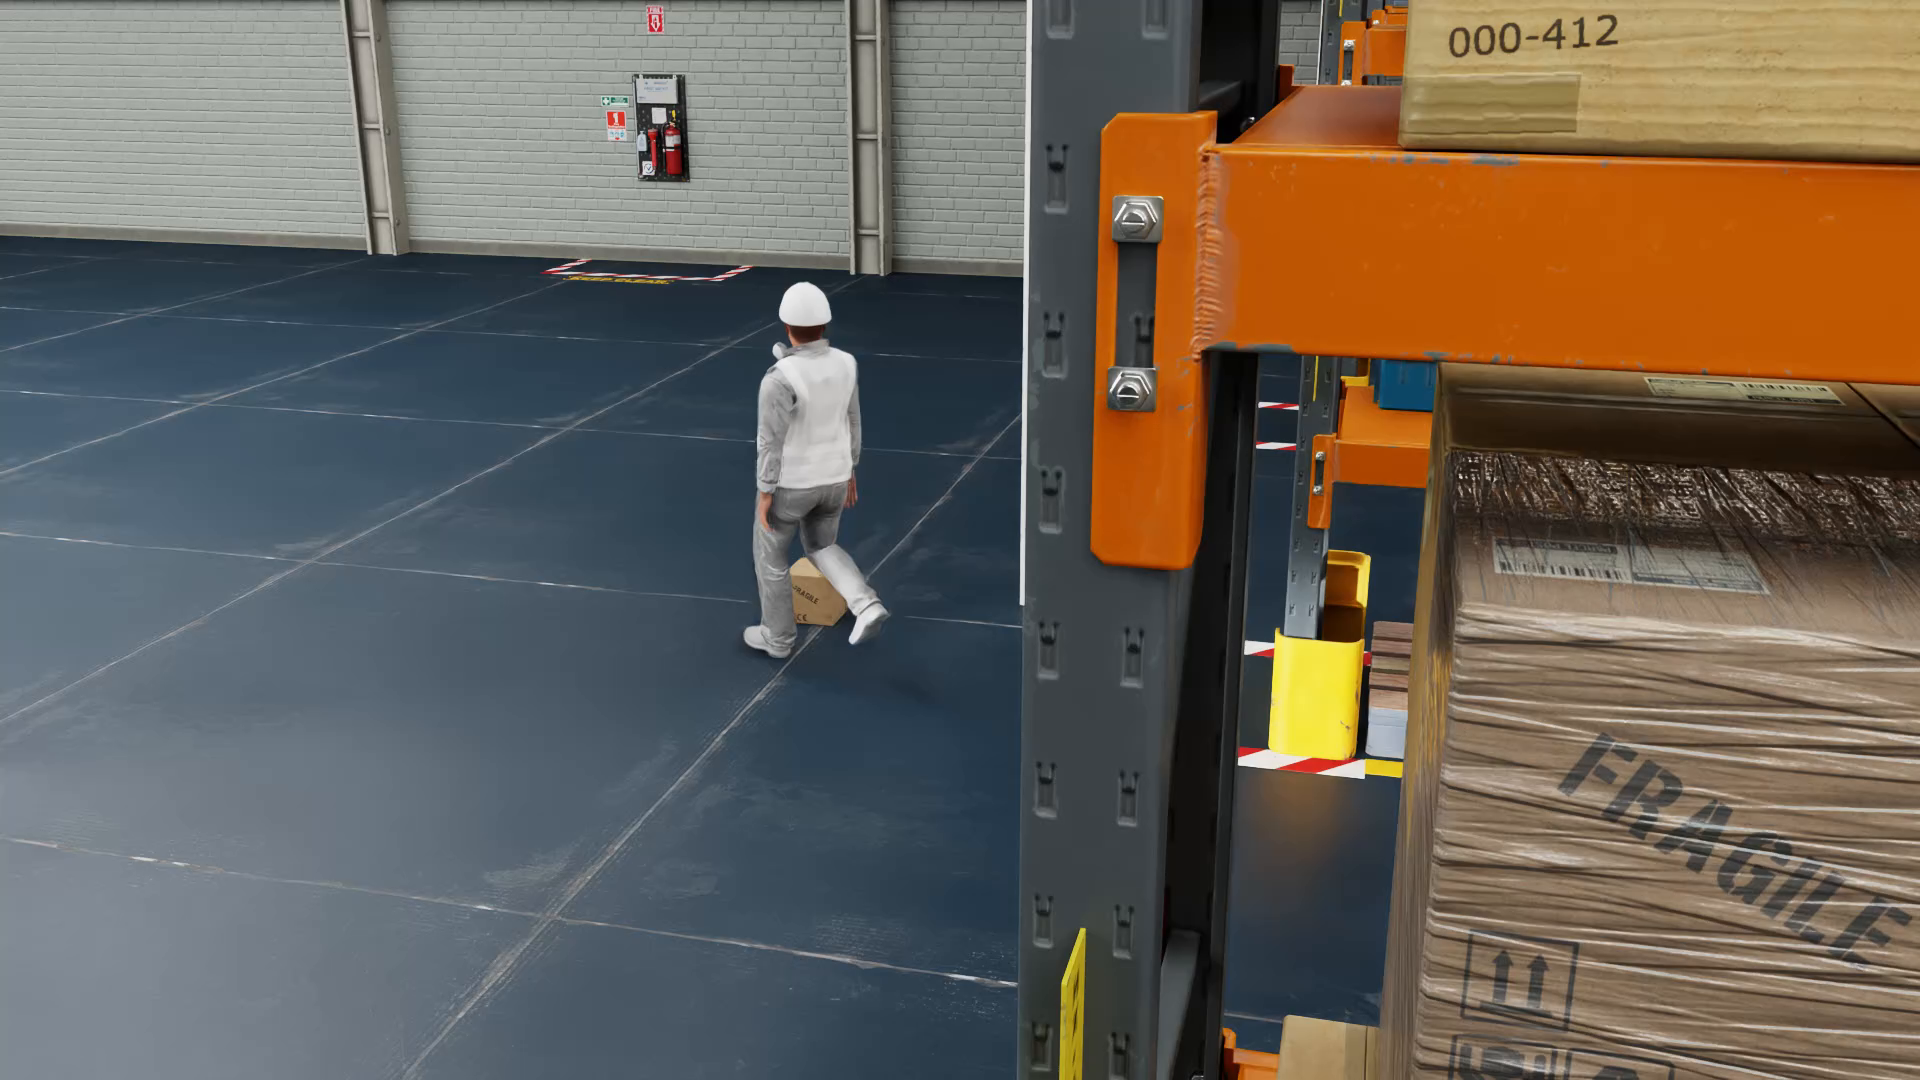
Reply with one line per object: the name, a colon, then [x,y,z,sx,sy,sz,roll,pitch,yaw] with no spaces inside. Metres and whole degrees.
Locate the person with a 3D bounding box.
person: [-0.695,-0.284,7.404,0.549,1.750,0.753,-17,25,-41]
